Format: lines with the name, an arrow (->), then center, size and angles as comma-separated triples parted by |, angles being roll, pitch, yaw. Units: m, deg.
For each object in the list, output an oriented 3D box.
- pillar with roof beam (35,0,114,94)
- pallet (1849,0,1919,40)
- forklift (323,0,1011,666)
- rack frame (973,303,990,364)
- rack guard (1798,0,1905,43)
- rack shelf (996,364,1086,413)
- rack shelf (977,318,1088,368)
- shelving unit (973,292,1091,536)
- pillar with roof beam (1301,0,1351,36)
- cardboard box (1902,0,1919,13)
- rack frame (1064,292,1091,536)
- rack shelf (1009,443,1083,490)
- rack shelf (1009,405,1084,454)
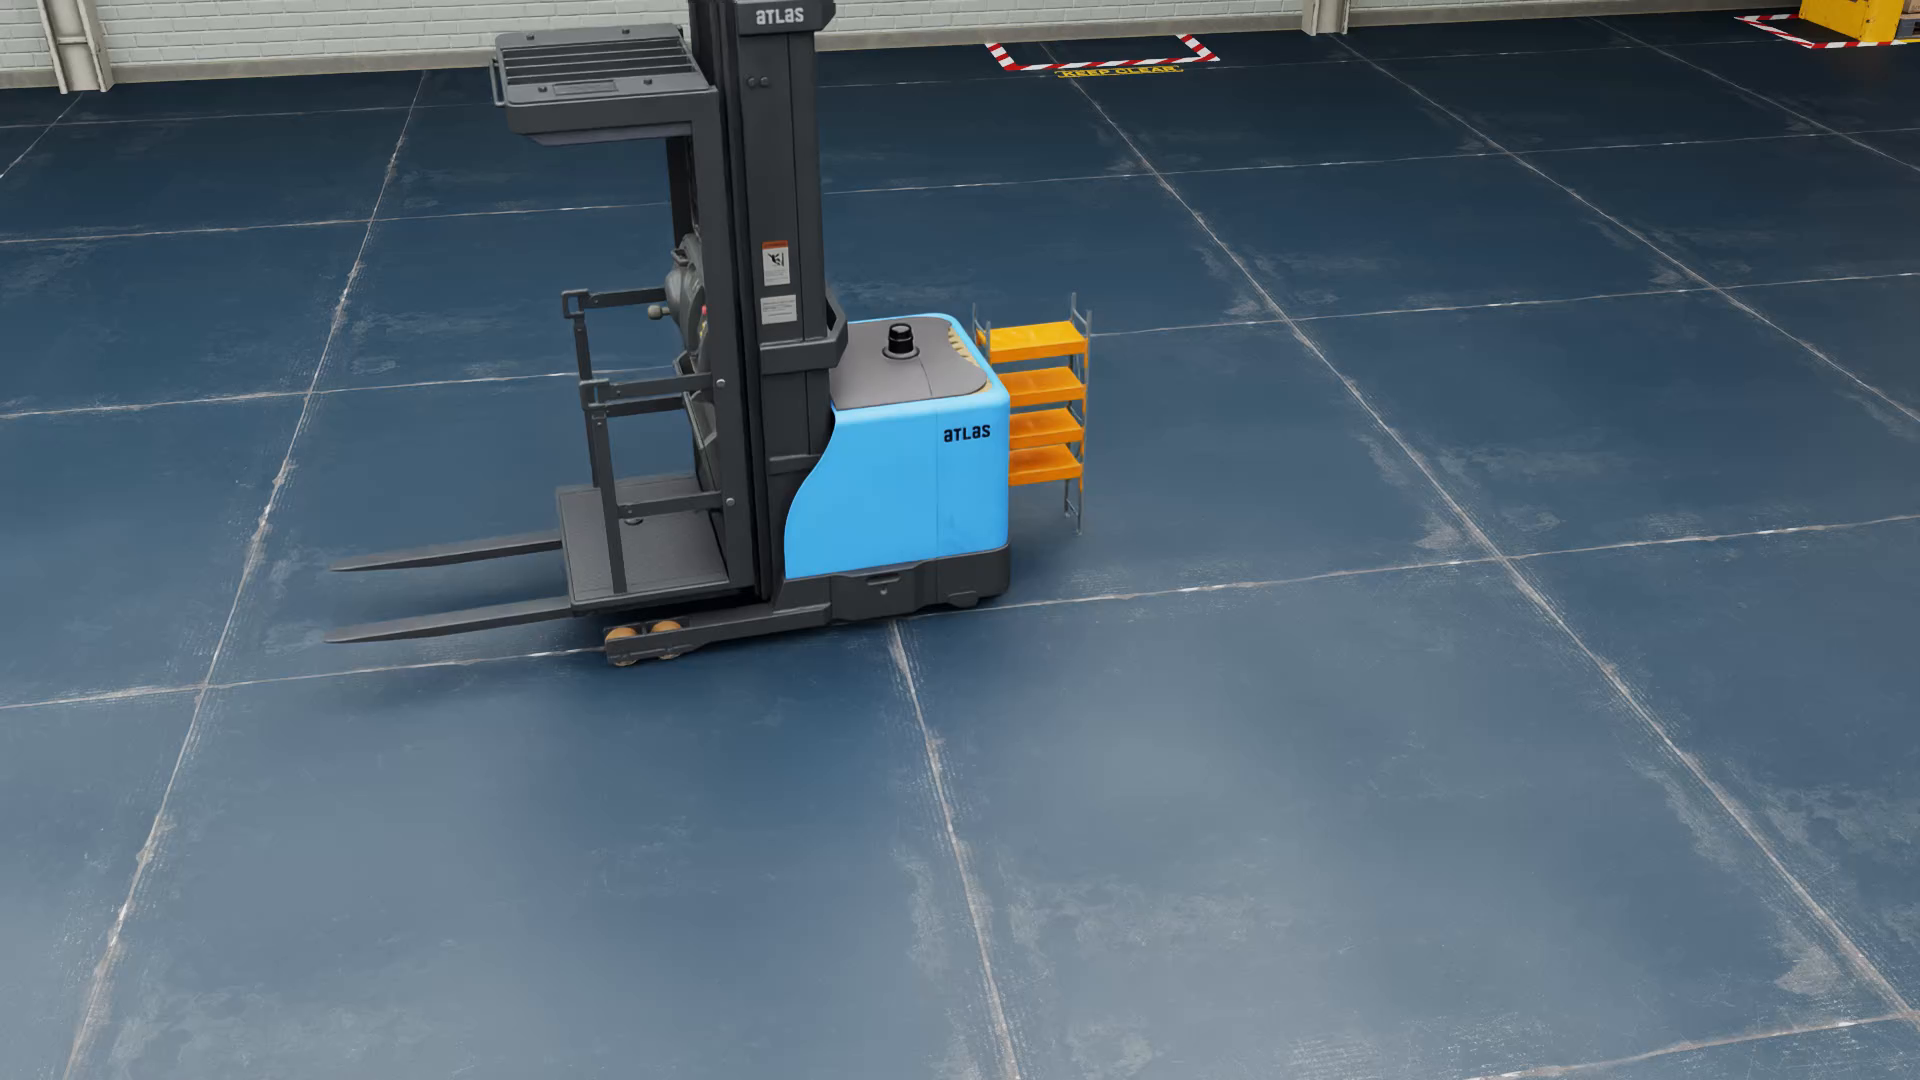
pillar with roof beam -> -7.266, -5.902, 9.409 | 0.400, 9.000, 9.100 | -5, 31, -9
pallet -> 10.011, -5.471, 17.347 | 1.213, 0.211, 1.003 | -5, 31, -9
forklift -> -1.342, -1.009, 7.074 | 3.031, 2.935, 1.130 | -8, 31, -13
rack frame -> 0.098, -0.531, 7.969 | 0.015, 1.200, 0.240 | -8, 31, -13
rack guard -> 9.206, -5.539, 17.178 | 0.348, 0.500, 1.175 | -5, 31, -9
rack shelf -> 0.333, -0.699, 7.946 | 0.480, 0.148, 0.258 | -8, 31, -13
rack shelf -> 0.333, -0.903, 7.827 | 0.480, 0.148, 0.258 | -8, 31, -13
shelving unit -> 0.333, -0.564, 8.026 | 0.503, 1.200, 0.258 | -8, 31, -13
pillar with roof beam -> 4.537, -6.997, 11.272 | 0.400, 9.000, 9.100 | -5, 31, -9
cardboard box -> 9.828, -5.659, 17.133 | 0.500, 0.311, 0.500 | -9, 32, -15
rack frame -> 0.568, -0.598, 8.083 | 0.015, 1.200, 0.240 | -8, 31, -13
rack shelf -> 0.333, -0.335, 8.160 | 0.480, 0.148, 0.258 | -8, 31, -13
rack shelf -> 0.333, -0.506, 8.060 | 0.480, 0.148, 0.258 | -8, 31, -13
